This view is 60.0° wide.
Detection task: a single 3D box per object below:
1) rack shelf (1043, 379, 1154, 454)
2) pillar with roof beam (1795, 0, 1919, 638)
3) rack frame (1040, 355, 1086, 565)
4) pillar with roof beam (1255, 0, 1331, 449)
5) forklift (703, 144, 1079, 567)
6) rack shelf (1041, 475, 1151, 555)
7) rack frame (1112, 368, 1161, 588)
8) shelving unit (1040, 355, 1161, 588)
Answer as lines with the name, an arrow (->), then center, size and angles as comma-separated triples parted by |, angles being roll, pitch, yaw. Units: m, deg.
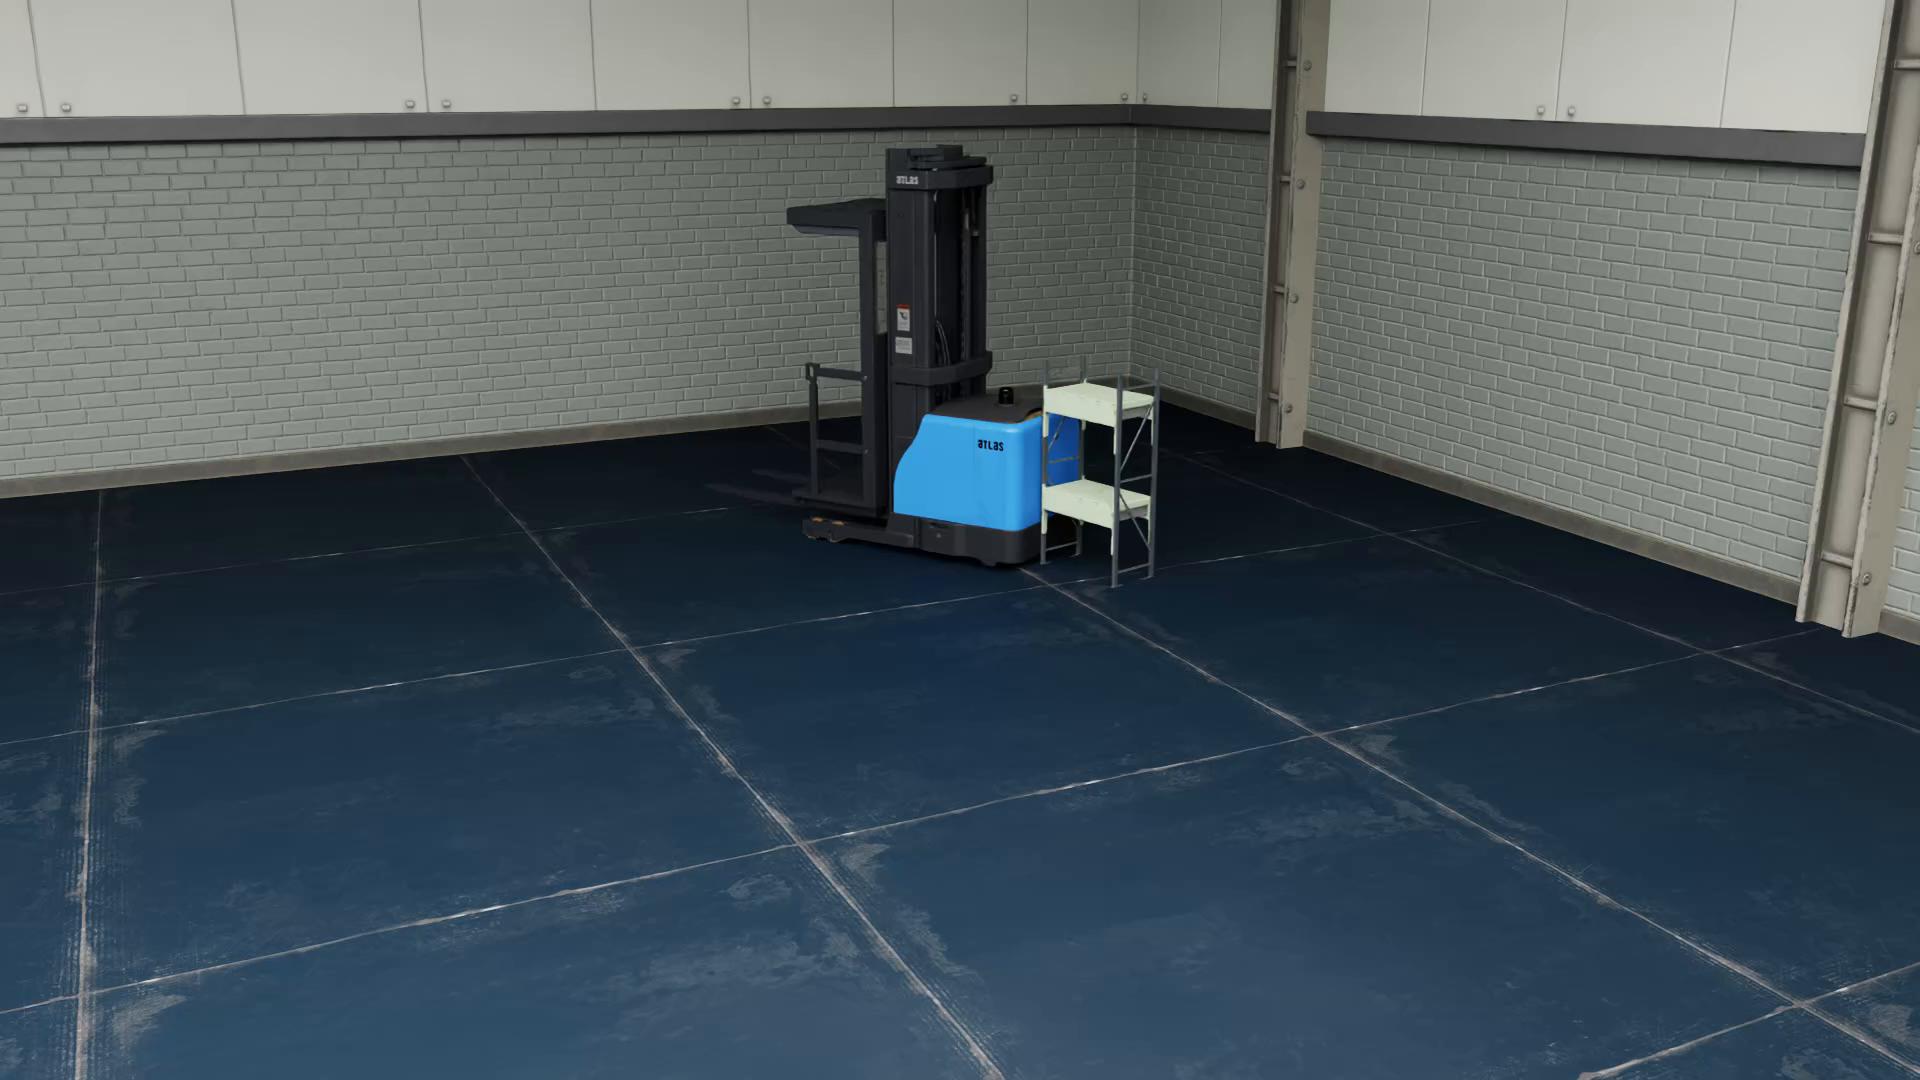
rack shelf -> 0.981, -0.874, 11.662 | 0.431, 0.370, 0.720 | -13, 21, -38
pillar with roof beam -> 1.835, -3.249, 7.759 | 9.100, 9.000, 0.400 | -8, 18, -25
rack frame -> 0.745, -0.576, 12.038 | 0.400, 1.500, 0.023 | -13, 21, -38
pillar with roof beam -> -0.794, -4.737, 12.943 | 9.100, 9.000, 0.400 | -8, 18, -25
forklift -> -0.617, -1.499, 12.659 | 3.031, 2.935, 1.130 | 9, 19, 30
rack shelf -> 0.981, -0.185, 11.860 | 0.431, 0.370, 0.720 | -13, 21, -38
rack frame -> 1.217, -0.422, 11.501 | 0.400, 1.500, 0.023 | -13, 21, -38
shelving unit -> 0.981, -0.499, 11.770 | 0.431, 1.500, 0.755 | -13, 21, -38
